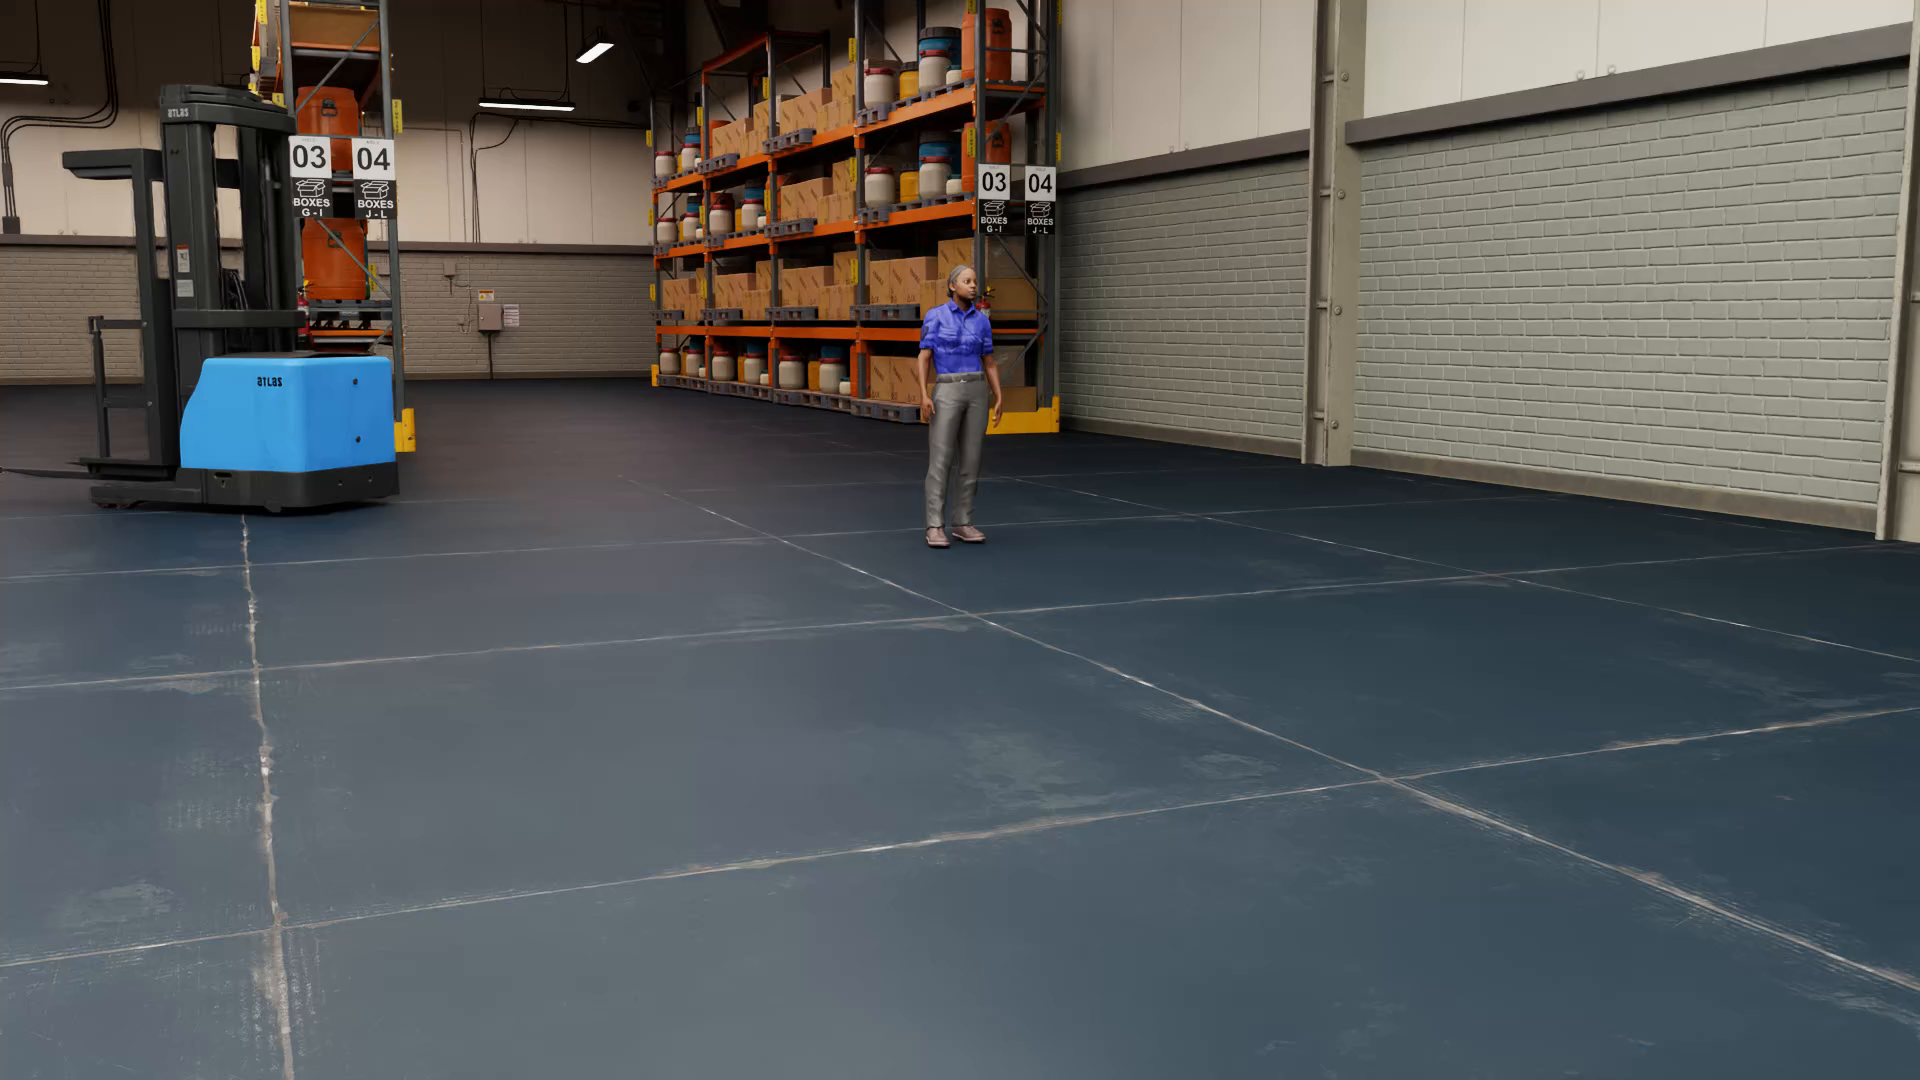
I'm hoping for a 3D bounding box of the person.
[{"bbox_3d":[0.019,-0.815,9.953,0.569,1.654,0.494,-3,8,-23],"label":"person"}]

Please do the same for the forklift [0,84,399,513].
[{"bbox_3d":[-5.671,-1.732,12.079,3.031,2.935,1.130,3,8,21],"label":"forklift"}]
